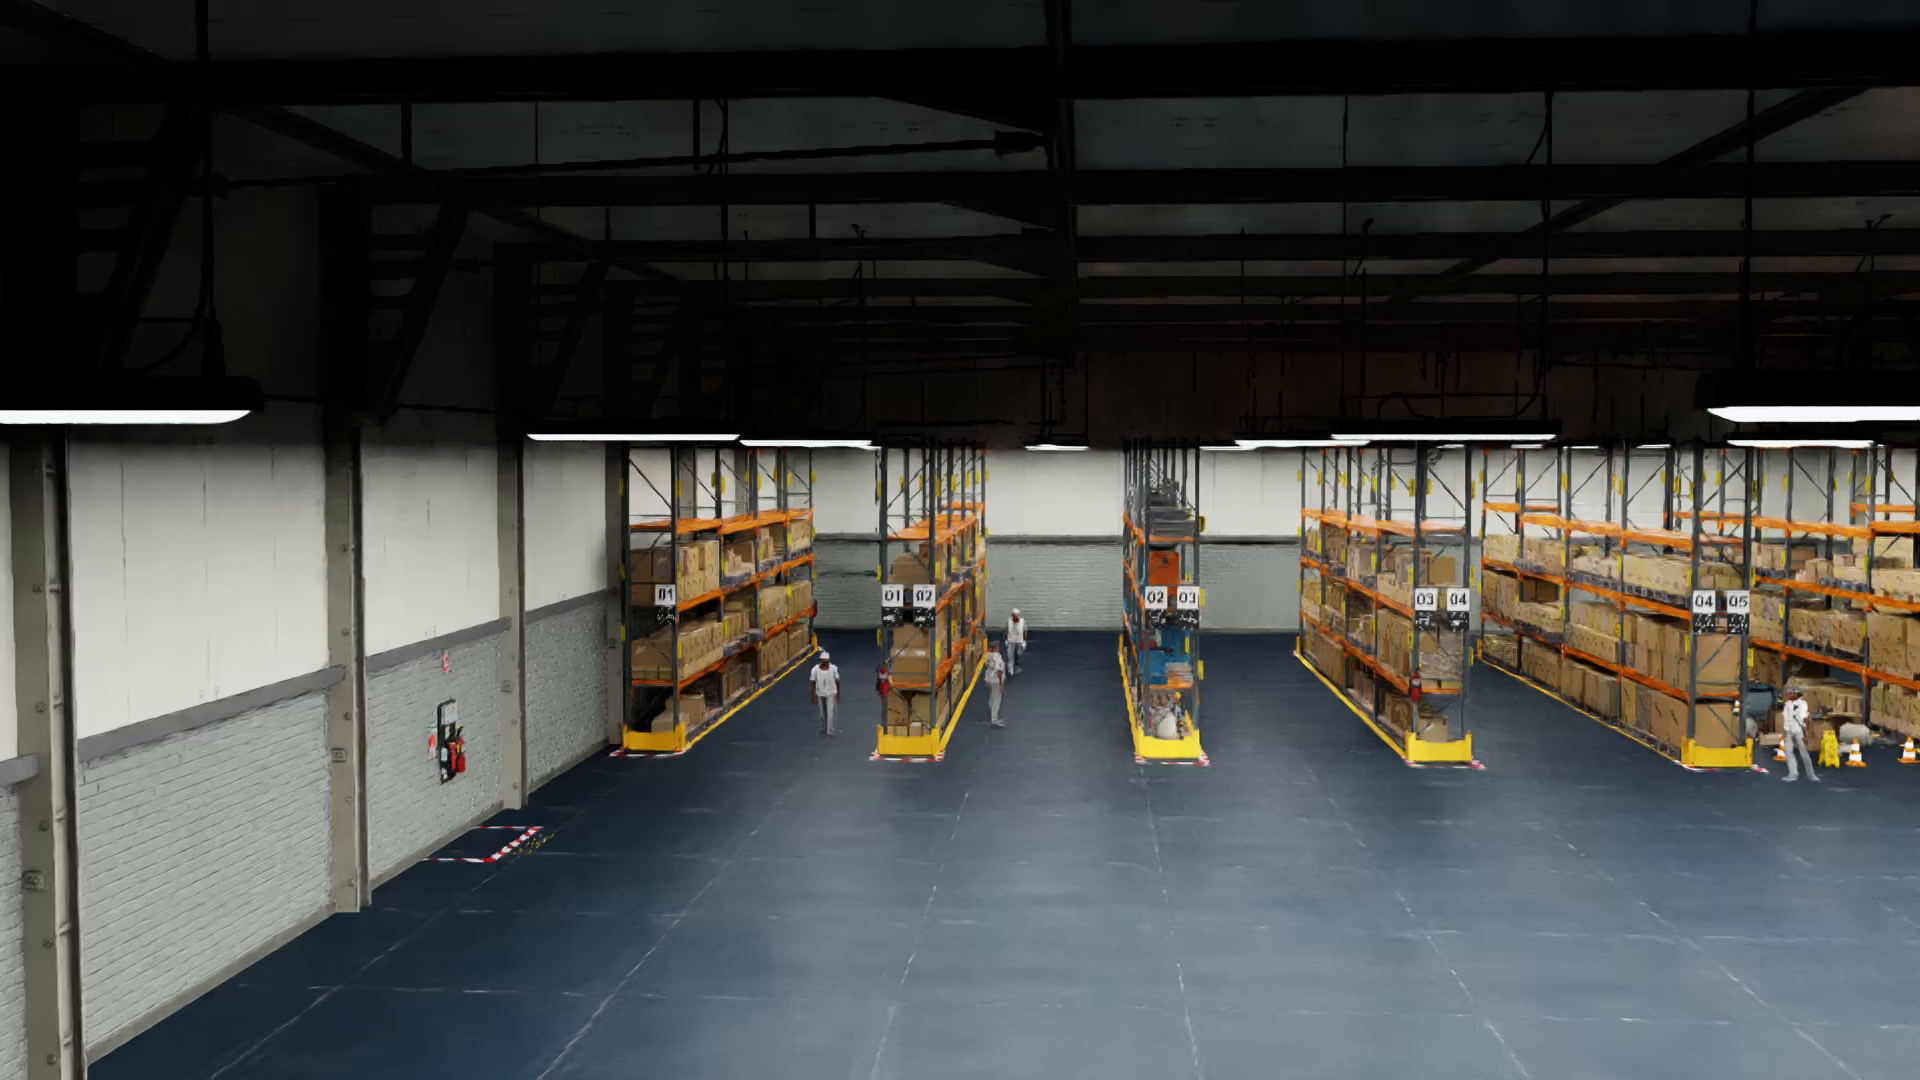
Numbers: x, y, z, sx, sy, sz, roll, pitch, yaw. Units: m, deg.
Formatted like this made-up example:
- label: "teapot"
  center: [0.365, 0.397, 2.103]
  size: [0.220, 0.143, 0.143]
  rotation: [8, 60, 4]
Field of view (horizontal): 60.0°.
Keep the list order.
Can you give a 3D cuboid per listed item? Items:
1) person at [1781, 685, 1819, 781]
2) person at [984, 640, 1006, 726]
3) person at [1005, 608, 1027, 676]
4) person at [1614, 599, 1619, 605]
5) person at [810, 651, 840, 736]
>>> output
- label: "person"
  center: [14.606, 3.351, 28.921]
  size: [0.529, 1.666, 0.571]
  rotation: [-1, 3, -24]
- label: "person"
  center: [0.767, 2.974, 34.733]
  size: [0.476, 1.759, 0.593]
  rotation: [-1, 3, -26]
- label: "person"
  center: [1.432, 2.582, 42.543]
  size: [0.563, 1.706, 1.127]
  rotation: [0, 3, 2]
- label: "person"
  center: [17.742, 2.440, 44.954]
  size: [0.525, 1.724, 0.705]
  rotation: [0, 3, 5]
- label: "person"
  center: [-2.730, 3.068, 33.493]
  size: [0.582, 1.686, 1.113]
  rotation: [0, 3, 2]
